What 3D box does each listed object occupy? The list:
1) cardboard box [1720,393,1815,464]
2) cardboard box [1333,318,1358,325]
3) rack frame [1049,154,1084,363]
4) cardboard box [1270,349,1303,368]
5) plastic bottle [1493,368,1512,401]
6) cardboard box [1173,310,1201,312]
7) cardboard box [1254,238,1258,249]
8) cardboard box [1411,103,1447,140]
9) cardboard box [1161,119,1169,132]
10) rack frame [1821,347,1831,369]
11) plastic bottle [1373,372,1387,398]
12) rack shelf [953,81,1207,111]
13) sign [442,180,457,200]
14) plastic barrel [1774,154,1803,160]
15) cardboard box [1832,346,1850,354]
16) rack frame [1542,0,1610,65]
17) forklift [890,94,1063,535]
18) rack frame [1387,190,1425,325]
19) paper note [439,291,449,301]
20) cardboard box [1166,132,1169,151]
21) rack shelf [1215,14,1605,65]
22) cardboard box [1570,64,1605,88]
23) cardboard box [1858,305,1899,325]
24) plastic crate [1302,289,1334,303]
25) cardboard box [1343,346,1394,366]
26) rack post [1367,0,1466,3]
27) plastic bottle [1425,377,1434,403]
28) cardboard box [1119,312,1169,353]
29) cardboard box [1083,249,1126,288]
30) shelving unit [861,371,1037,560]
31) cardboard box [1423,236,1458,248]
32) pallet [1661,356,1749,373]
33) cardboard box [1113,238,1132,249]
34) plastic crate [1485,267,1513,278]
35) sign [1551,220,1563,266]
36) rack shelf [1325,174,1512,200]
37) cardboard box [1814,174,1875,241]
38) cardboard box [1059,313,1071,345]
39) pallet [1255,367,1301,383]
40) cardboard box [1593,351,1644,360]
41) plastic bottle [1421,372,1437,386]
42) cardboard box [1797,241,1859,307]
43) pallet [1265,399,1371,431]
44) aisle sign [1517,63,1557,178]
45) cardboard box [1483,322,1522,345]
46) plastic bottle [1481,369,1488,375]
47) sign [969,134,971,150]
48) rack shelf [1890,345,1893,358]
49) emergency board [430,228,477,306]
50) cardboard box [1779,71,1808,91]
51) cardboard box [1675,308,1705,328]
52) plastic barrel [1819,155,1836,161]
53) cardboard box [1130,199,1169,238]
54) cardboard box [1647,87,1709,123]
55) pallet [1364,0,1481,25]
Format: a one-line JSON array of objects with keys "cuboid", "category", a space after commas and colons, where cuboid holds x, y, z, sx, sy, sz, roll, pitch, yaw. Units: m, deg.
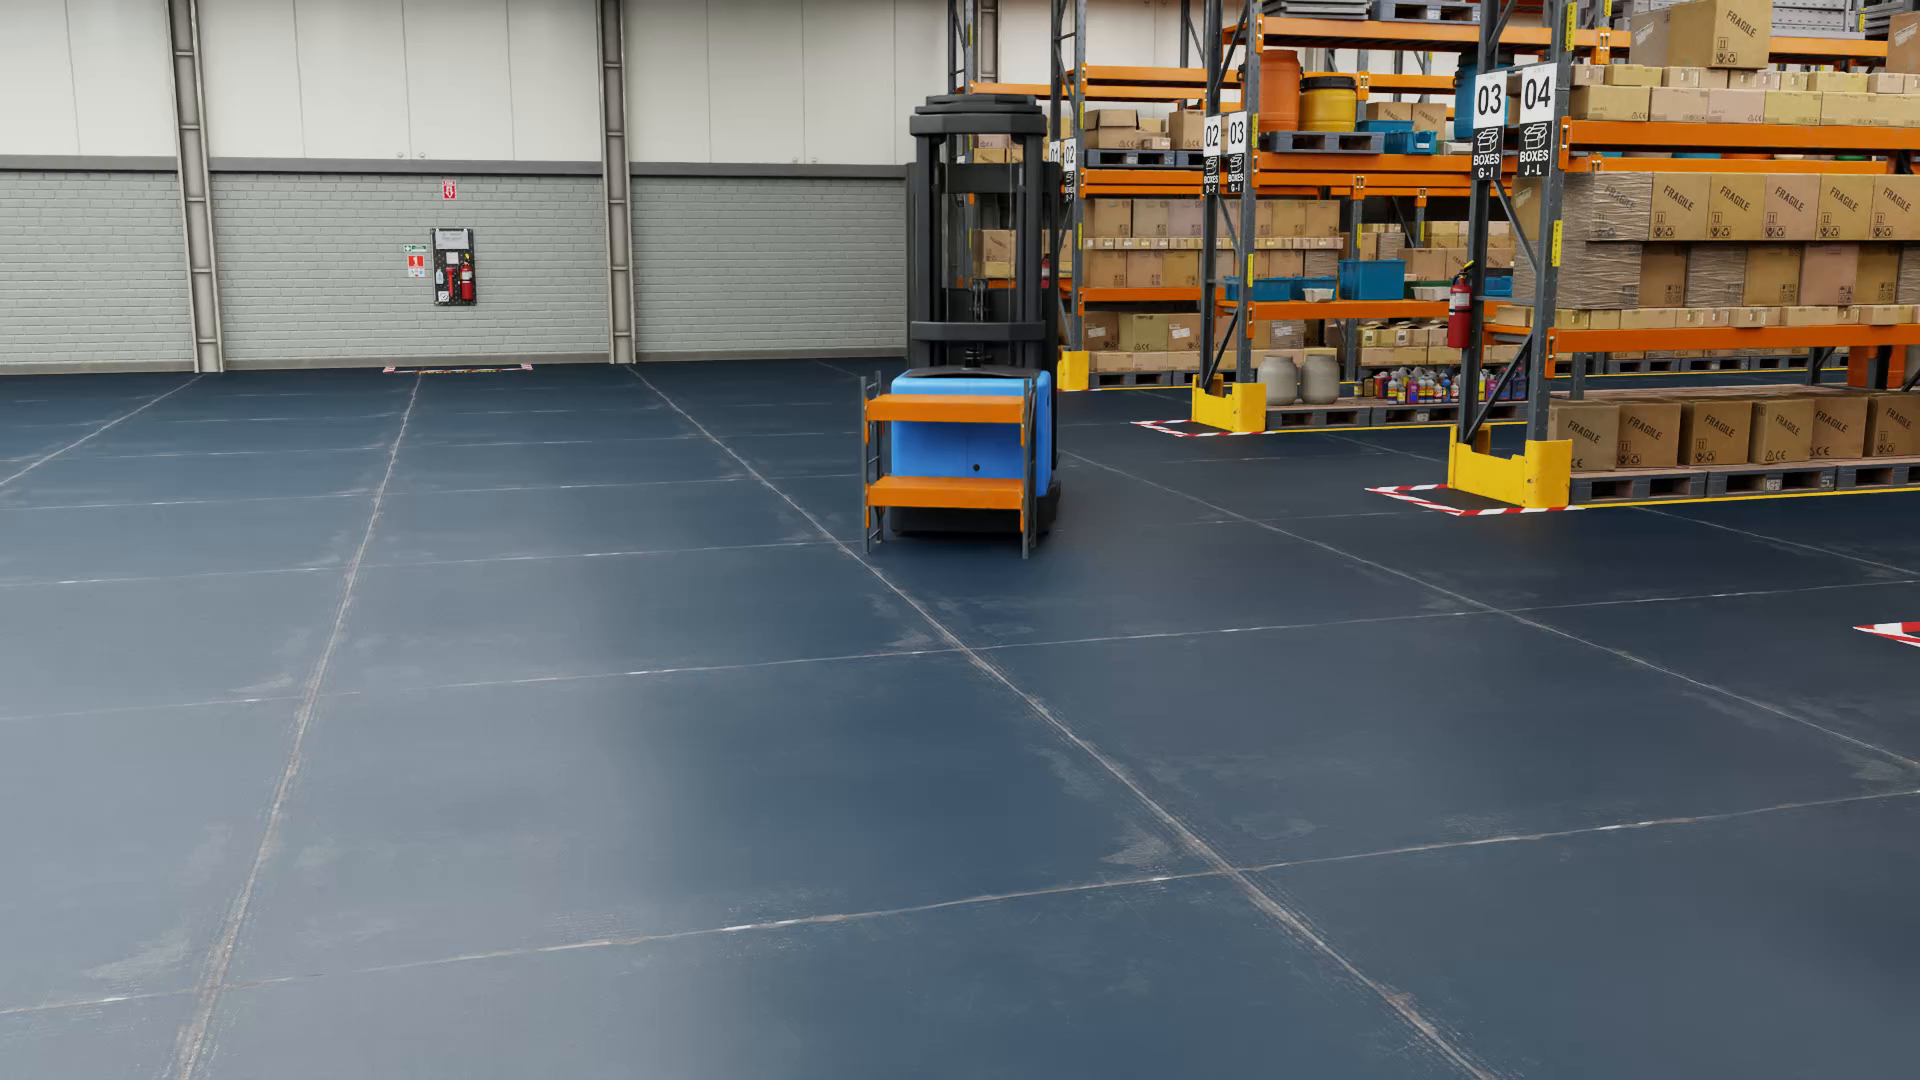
[{"cuboid": [6.479, -0.902, 13.403, 0.500, 0.500, 0.500, -4, 11, -21], "category": "cardboard box"}, {"cuboid": [6.480, -3.734, 28.736, 0.500, 0.500, 0.700, -3, 11, -16], "category": "cardboard box"}, {"cuboid": [1.391, -3.533, 21.952, 0.127, 3.000, 1.000, -3, 11, -16], "category": "rack frame"}, {"cuboid": [4.364, -2.505, 22.801, 0.500, 0.250, 0.500, -3, 11, -16], "category": "cardboard box"}, {"cuboid": [5.890, -1.695, 18.072, 0.185, 0.351, 0.144, -4, 11, -19], "category": "plastic bottle"}, {"cuboid": [3.259, -2.913, 22.949, 0.500, 0.500, 0.500, -3, 11, -16], "category": "cardboard box"}, {"cuboid": [3.811, -3.989, 22.360, 0.250, 0.149, 0.380, -3, 11, -14], "category": "cardboard box"}, {"cuboid": [6.375, -5.769, 22.999, 0.500, 0.500, 0.500, -2, 11, -10], "category": "cardboard box"}, {"cuboid": [3.438, -6.550, 26.962, 0.500, 0.500, 0.500, -4, 11, -21], "category": "cardboard box"}, {"cuboid": [12.912, -4.140, 25.251, 0.127, 3.000, 1.000, -3, 11, -16], "category": "rack frame"}, {"cuboid": [4.662, -1.726, 18.443, 0.135, 0.276, 0.152, -3, 11, -16], "category": "plastic bottle"}, {"cuboid": [1.923, -7.090, 26.701, 4.000, 0.370, 1.077, -3, 11, -16], "category": "rack shelf"}, {"cuboid": [-7.747, -5.315, 25.228, 0.199, 0.298, 0.001, -3, 11, -16], "category": "sign"}, {"cuboid": [9.297, -4.379, 18.644, 0.301, 0.262, 0.301, 0, 10, 0], "category": "plastic barrel"}, {"cuboid": [13.376, -3.018, 25.366, 0.500, 0.311, 0.500, -3, 11, -16], "category": "cardboard box"}, {"cuboid": [6.612, -5.825, 17.830, 0.127, 3.000, 1.000, -3, 11, -16], "category": "rack frame"}, {"cuboid": [0.182, -1.695, 12.161, 1.130, 2.935, 3.031, 1, 10, 5], "category": "forklift"}, {"cuboid": [7.684, -4.799, 28.828, 0.127, 3.000, 1.000, -3, 11, -16], "category": "rack frame"}, {"cuboid": [-7.901, -3.727, 25.442, 0.142, 0.148, 0.016, -3, 11, -16], "category": "paper note"}, {"cuboid": [2.957, -5.372, 22.357, 0.500, 0.311, 0.500, -2, 11, -9], "category": "cardboard box"}, {"cuboid": [4.692, -5.173, 17.382, 4.000, 0.370, 1.077, -3, 11, -16], "category": "rack shelf"}, {"cuboid": [4.485, -3.382, 12.160, 0.250, 0.149, 0.380, -3, 11, -16], "category": "cardboard box"}, {"cuboid": [7.164, -1.782, 13.137, 0.250, 0.149, 0.380, -3, 11, -16], "category": "cardboard box"}, {"cuboid": [3.721, -2.531, 17.240, 0.250, 0.136, 0.298, -3, 11, -16], "category": "plastic crate"}, {"cuboid": [5.688, -2.567, 23.140, 0.500, 0.250, 0.500, -3, 11, -17], "category": "cardboard box"}, {"cuboid": [4.623, -5.688, 17.300, 0.954, 0.300, 0.937, -3, 11, -17], "category": "rack post"}, {"cuboid": [5.025, -1.606, 17.807, 0.097, 0.271, 0.097, 0, 10, 0], "category": "plastic bottle"}, {"cuboid": [2.447, -2.770, 22.172, 0.500, 0.500, 0.500, -3, 11, -16], "category": "cardboard box"}, {"cuboid": [1.843, -3.604, 22.060, 0.500, 0.500, 0.700, -3, 11, -16], "category": "cardboard box"}, {"cuboid": [-0.060, -0.488, 10.589, 1.048, 1.125, 0.538, 2, 11, 9], "category": "shelving unit"}, {"cuboid": [8.222, -4.984, 28.682, 0.500, 0.500, 0.500, -3, 11, -14], "category": "cardboard box"}, {"cuboid": [10.969, -2.659, 24.905, 1.213, 0.211, 1.003, -3, 11, -16], "category": "pallet"}, {"cuboid": [2.080, -3.897, 21.864, 0.250, 0.149, 0.380, -3, 11, -17], "category": "cardboard box"}, {"cuboid": [6.074, -2.839, 18.355, 0.504, 0.338, 0.767, -3, 11, -16], "category": "plastic crate"}, {"cuboid": [4.308, -2.142, 12.006, 0.005, 0.325, 0.100, -3, 11, -16], "category": "sign"}, {"cuboid": [7.152, -4.958, 23.395, 4.000, 0.370, 1.077, -3, 11, -16], "category": "rack shelf"}, {"cuboid": [6.681, -2.579, 12.911, 0.500, 0.500, 0.500, -3, 11, -16], "category": "cardboard box"}, {"cuboid": [1.958, -3.458, 27.232, 0.500, 0.500, 0.700, -4, 11, -20], "category": "cardboard box"}, {"cuboid": [4.456, -2.331, 23.125, 1.213, 0.211, 1.003, -3, 11, -16], "category": "pallet"}, {"cuboid": [9.589, -2.898, 24.193, 0.500, 0.500, 0.500, -3, 11, -14], "category": "cardboard box"}, {"cuboid": [5.197, -1.727, 18.449, 0.135, 0.276, 0.152, -3, 11, -16], "category": "plastic bottle"}, {"cuboid": [6.605, -2.135, 13.259, 0.500, 0.500, 0.875, -3, 11, -16], "category": "cardboard box"}, {"cuboid": [3.613, -1.352, 17.810, 1.213, 0.211, 1.003, -3, 11, -16], "category": "pallet"}, {"cuboid": [4.180, -3.034, 12.061, 0.004, 0.787, 0.394, -3, 11, -16], "category": "aisle sign"}, {"cuboid": [7.655, -2.946, 23.650, 0.500, 0.311, 0.500, -3, 11, -16], "category": "cardboard box"}, {"cuboid": [5.881, -1.790, 18.792, 0.135, 0.276, 0.152, -3, 11, -14], "category": "plastic bottle"}, {"cuboid": [0.154, -6.205, 25.766, 0.005, 0.325, 0.100, -3, 11, -16], "category": "sign"}, {"cuboid": [9.917, -1.761, 14.312, 4.000, 0.370, 1.077, -3, 11, -16], "category": "rack shelf"}, {"cuboid": [-7.711, -4.158, 25.346, 0.643, 1.169, 0.194, -3, 11, -16], "category": "emergency board"}, {"cuboid": [6.218, -3.478, 12.682, 0.250, 0.149, 0.380, -3, 11, -18], "category": "cardboard box"}, {"cuboid": [5.462, -1.707, 12.729, 0.250, 0.149, 0.380, -3, 11, -16], "category": "cardboard box"}, {"cuboid": [10.069, -4.644, 19.395, 0.421, 0.512, 0.421, 0, 10, 0], "category": "plastic barrel"}, {"cuboid": [2.397, -4.272, 22.106, 0.500, 0.500, 0.700, -3, 11, -17], "category": "cardboard box"}, {"cuboid": [5.184, -3.219, 12.375, 0.500, 0.250, 0.500, -3, 11, -17], "category": "cardboard box"}, {"cuboid": [4.655, -5.426, 17.292, 1.213, 0.211, 1.003, -3, 11, -16], "category": "pallet"}]
